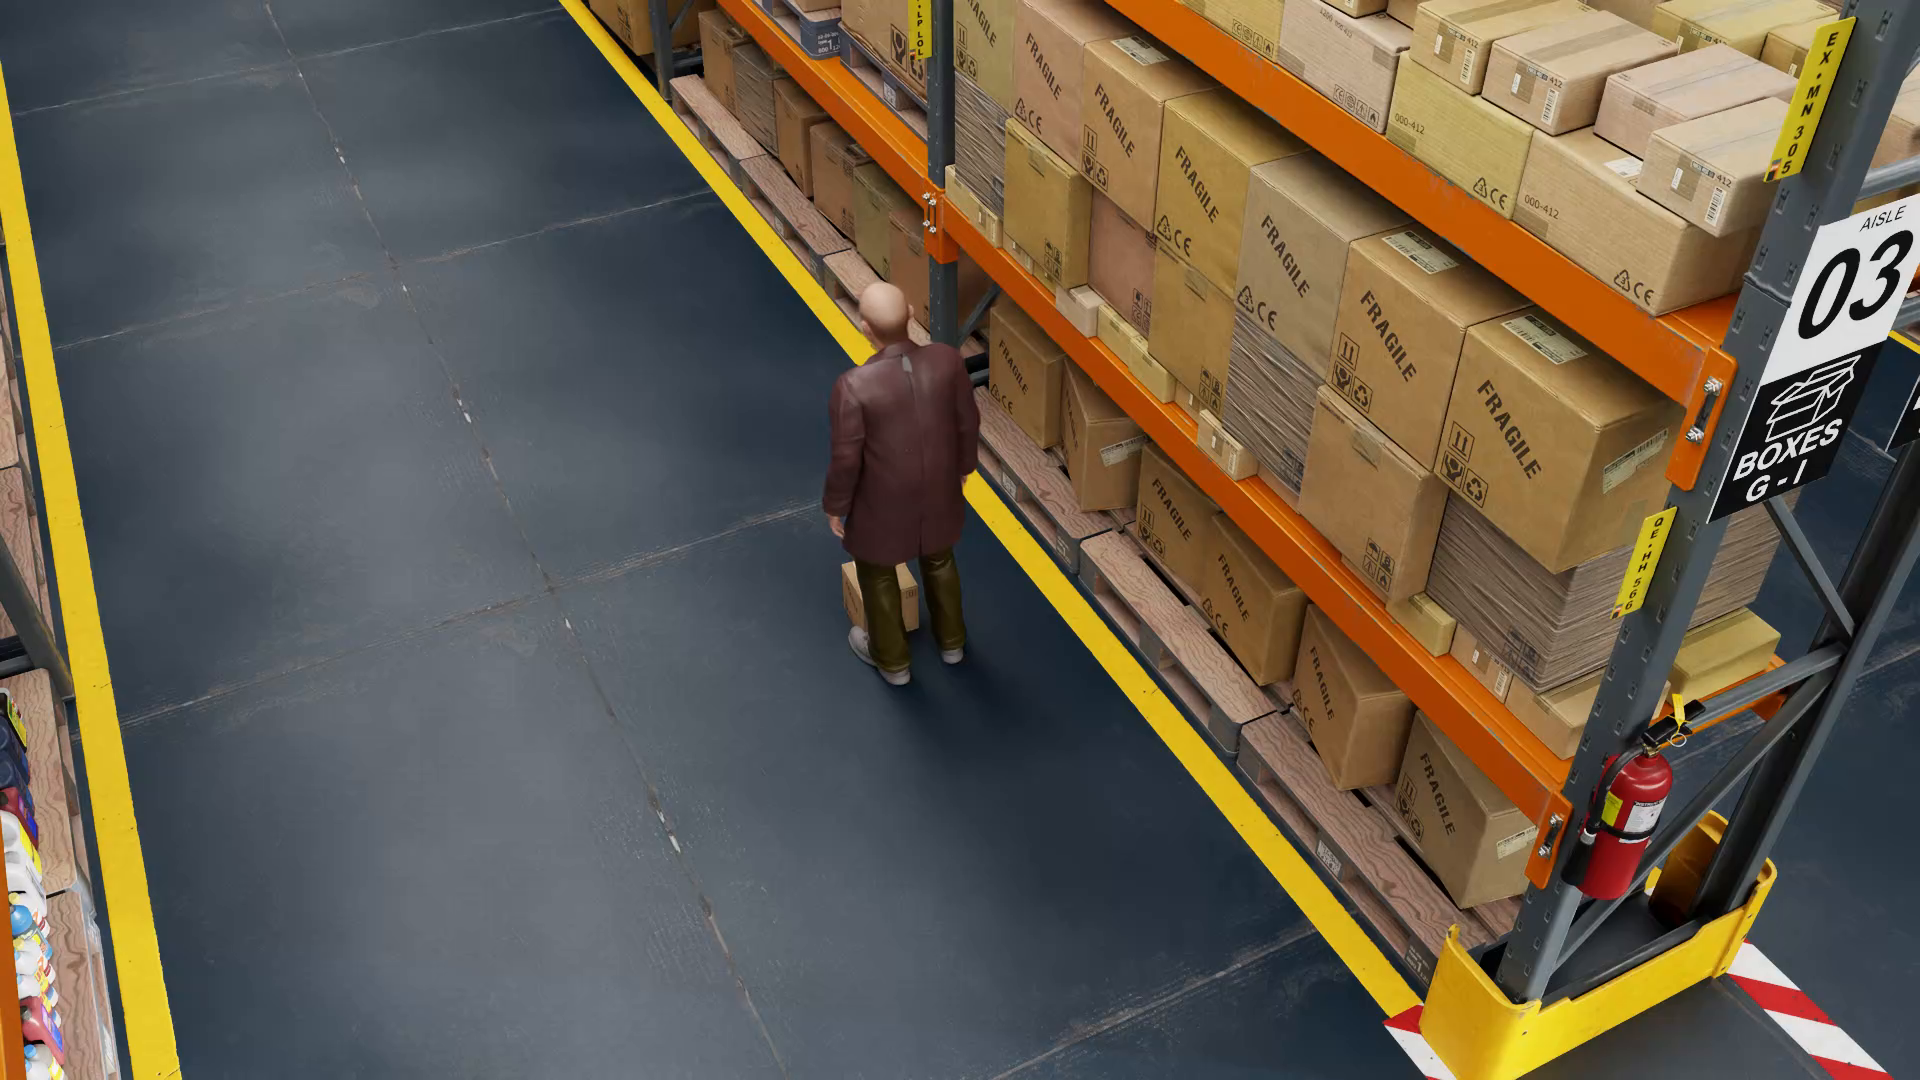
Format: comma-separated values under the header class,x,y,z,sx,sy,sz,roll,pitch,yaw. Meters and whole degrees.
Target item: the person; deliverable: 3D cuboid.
class,x,y,z,sx,sy,sz,roll,pitch,yaw
person,-0.224,-0.168,6.417,0.648,1.706,0.418,-18,44,-20
